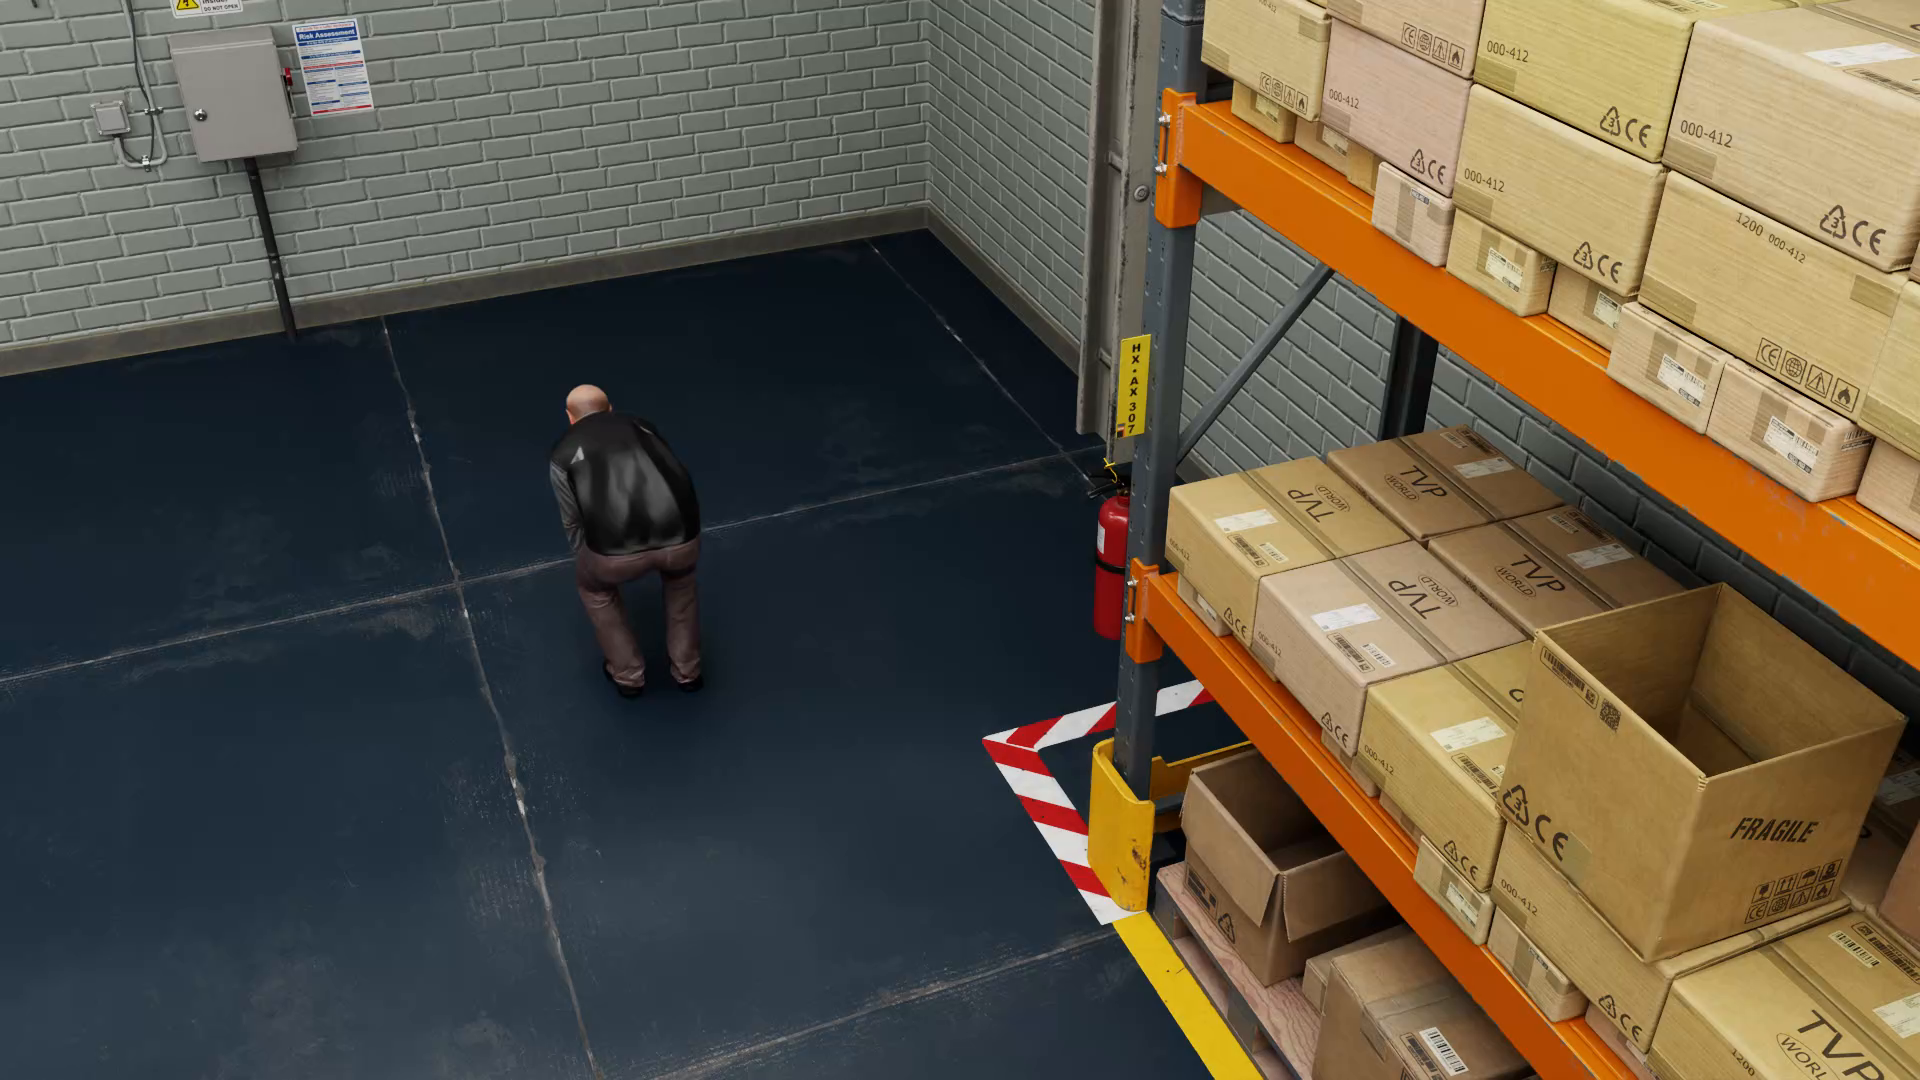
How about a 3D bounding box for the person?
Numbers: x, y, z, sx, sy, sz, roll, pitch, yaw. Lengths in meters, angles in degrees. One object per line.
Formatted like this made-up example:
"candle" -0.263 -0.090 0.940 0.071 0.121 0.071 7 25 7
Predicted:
"person" -1.331 0.025 6.686 0.482 1.108 0.946 -15 36 -21
